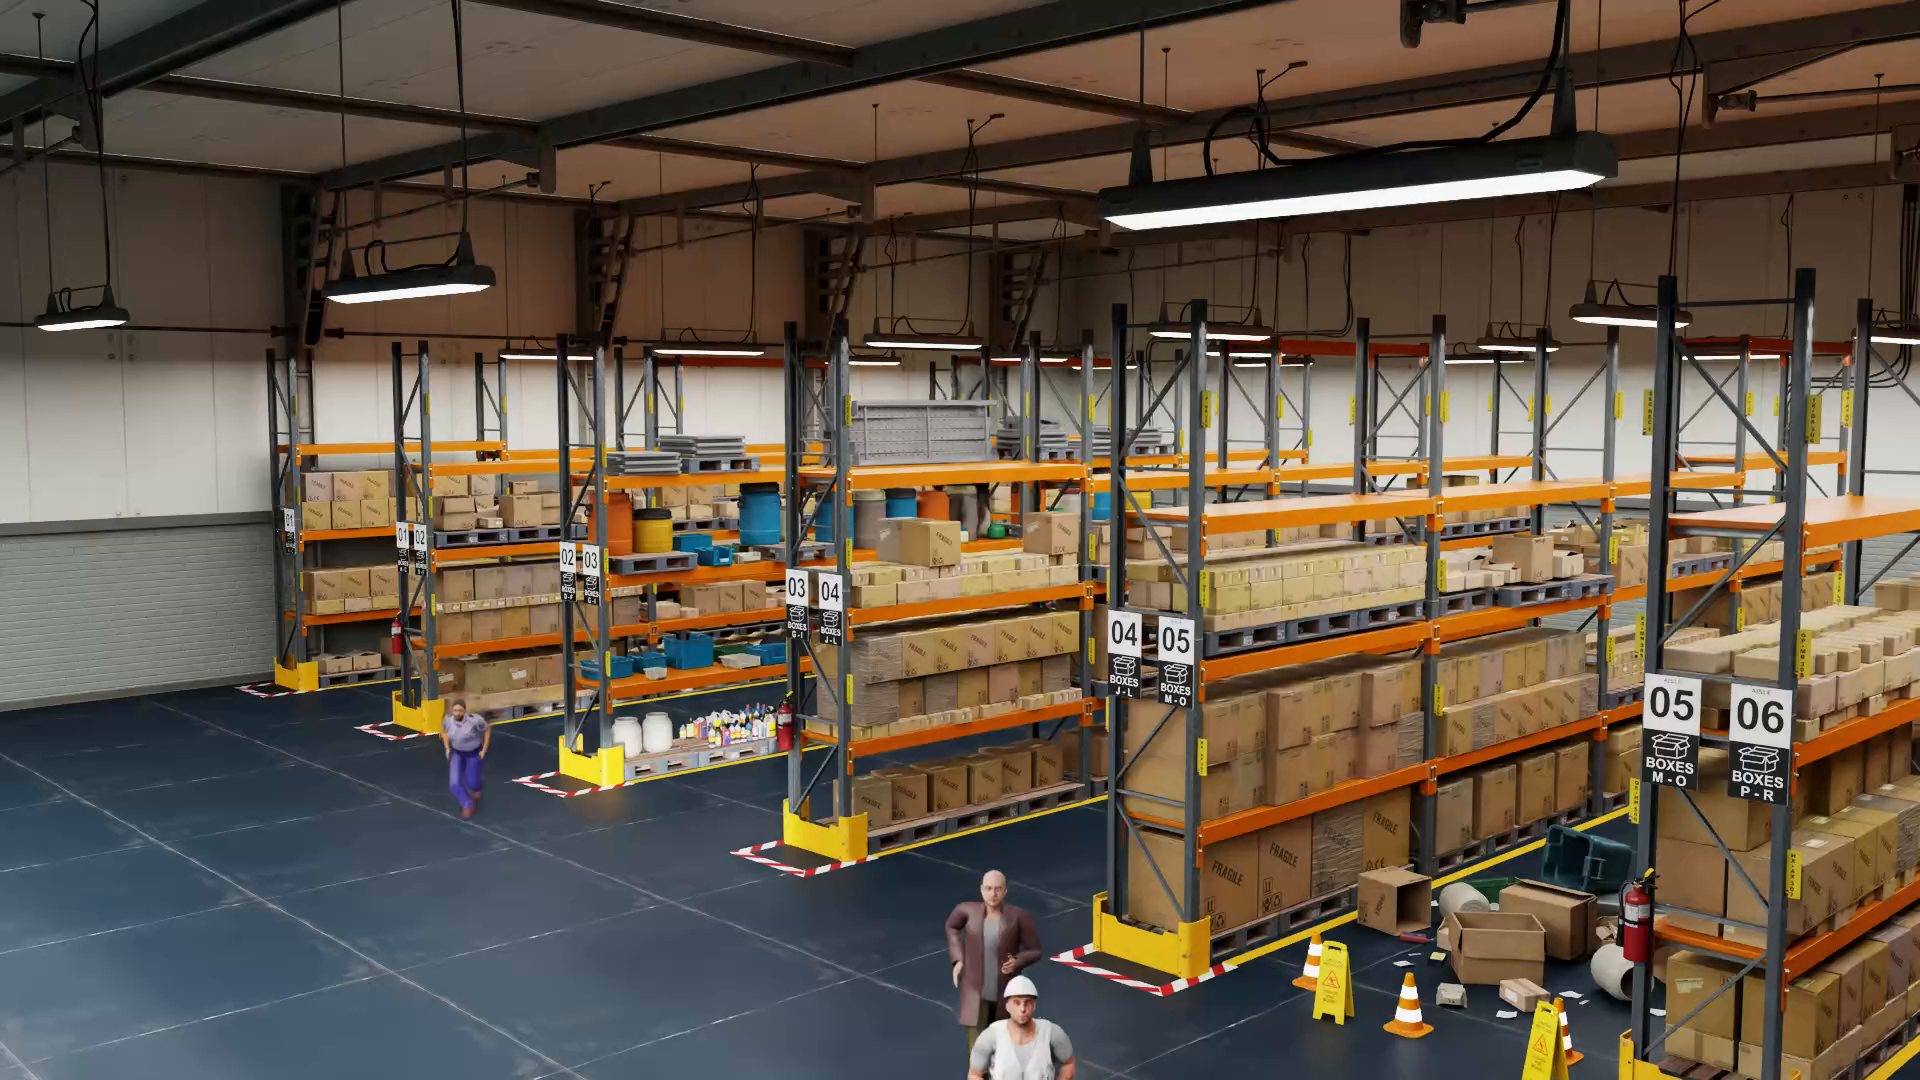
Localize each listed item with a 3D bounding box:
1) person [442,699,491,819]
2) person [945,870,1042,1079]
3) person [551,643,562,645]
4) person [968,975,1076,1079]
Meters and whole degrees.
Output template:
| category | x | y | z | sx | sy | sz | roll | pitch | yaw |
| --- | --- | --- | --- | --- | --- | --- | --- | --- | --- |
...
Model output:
| category | x | y | z | sx | sy | sz | roll | pitch | yaw |
| --- | --- | --- | --- | --- | --- | --- | --- | --- | --- |
| person | -6.066 | 2.673 | 20.560 | 0.603 | 1.505 | 0.893 | 0 | 5 | 0 |
| person | 0.232 | 3.243 | 11.848 | 0.698 | 1.818 | 1.002 | 0 | 5 | 2 |
| person | -7.226 | 1.774 | 29.878 | 0.605 | 1.615 | 0.579 | 4 | 6 | 37 |
| person | 0.372 | 3.445 | 9.811 | 0.649 | 1.740 | 0.603 | 0 | 5 | -1 |
